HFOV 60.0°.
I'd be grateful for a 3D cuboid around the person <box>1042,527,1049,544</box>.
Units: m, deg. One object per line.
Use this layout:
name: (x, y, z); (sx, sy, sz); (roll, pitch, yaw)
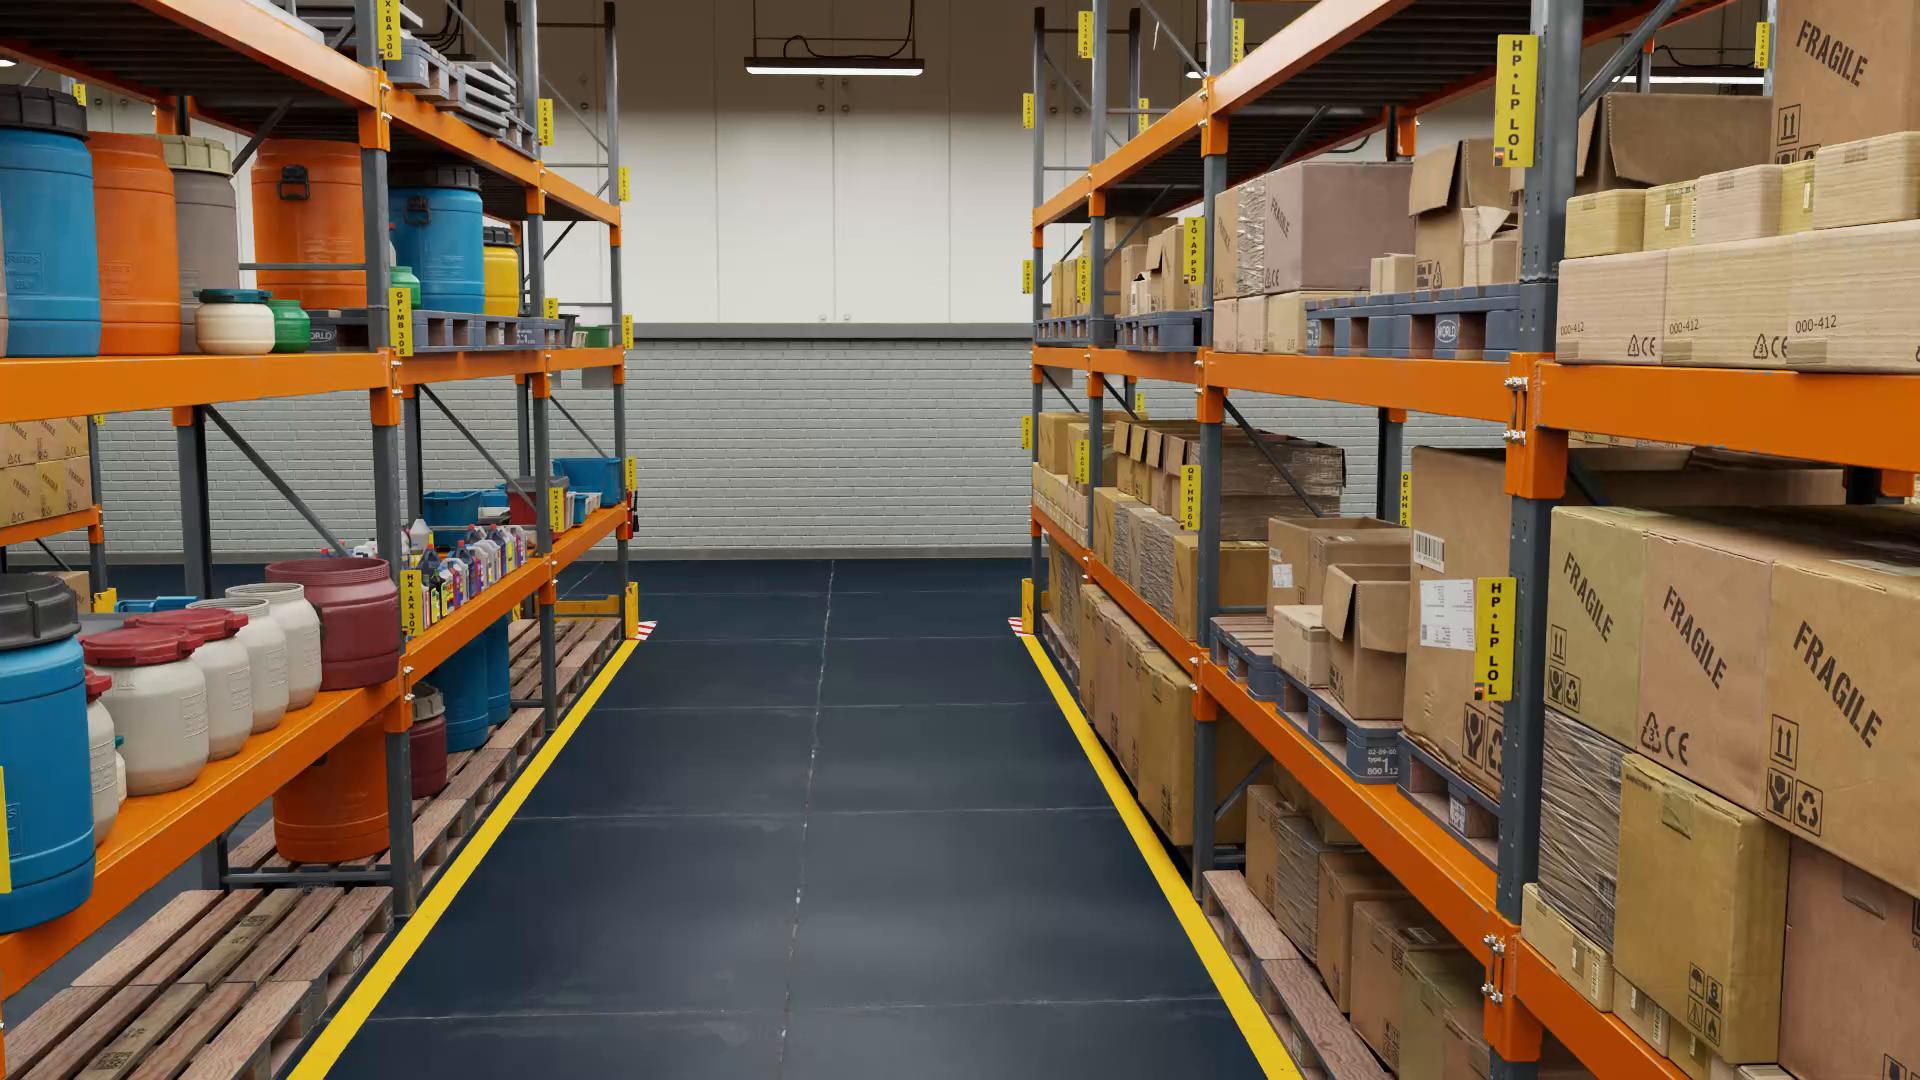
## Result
person: (1.071, -0.102, 17.489); (0.466, 1.771, 0.587); (-1, 7, -5)
